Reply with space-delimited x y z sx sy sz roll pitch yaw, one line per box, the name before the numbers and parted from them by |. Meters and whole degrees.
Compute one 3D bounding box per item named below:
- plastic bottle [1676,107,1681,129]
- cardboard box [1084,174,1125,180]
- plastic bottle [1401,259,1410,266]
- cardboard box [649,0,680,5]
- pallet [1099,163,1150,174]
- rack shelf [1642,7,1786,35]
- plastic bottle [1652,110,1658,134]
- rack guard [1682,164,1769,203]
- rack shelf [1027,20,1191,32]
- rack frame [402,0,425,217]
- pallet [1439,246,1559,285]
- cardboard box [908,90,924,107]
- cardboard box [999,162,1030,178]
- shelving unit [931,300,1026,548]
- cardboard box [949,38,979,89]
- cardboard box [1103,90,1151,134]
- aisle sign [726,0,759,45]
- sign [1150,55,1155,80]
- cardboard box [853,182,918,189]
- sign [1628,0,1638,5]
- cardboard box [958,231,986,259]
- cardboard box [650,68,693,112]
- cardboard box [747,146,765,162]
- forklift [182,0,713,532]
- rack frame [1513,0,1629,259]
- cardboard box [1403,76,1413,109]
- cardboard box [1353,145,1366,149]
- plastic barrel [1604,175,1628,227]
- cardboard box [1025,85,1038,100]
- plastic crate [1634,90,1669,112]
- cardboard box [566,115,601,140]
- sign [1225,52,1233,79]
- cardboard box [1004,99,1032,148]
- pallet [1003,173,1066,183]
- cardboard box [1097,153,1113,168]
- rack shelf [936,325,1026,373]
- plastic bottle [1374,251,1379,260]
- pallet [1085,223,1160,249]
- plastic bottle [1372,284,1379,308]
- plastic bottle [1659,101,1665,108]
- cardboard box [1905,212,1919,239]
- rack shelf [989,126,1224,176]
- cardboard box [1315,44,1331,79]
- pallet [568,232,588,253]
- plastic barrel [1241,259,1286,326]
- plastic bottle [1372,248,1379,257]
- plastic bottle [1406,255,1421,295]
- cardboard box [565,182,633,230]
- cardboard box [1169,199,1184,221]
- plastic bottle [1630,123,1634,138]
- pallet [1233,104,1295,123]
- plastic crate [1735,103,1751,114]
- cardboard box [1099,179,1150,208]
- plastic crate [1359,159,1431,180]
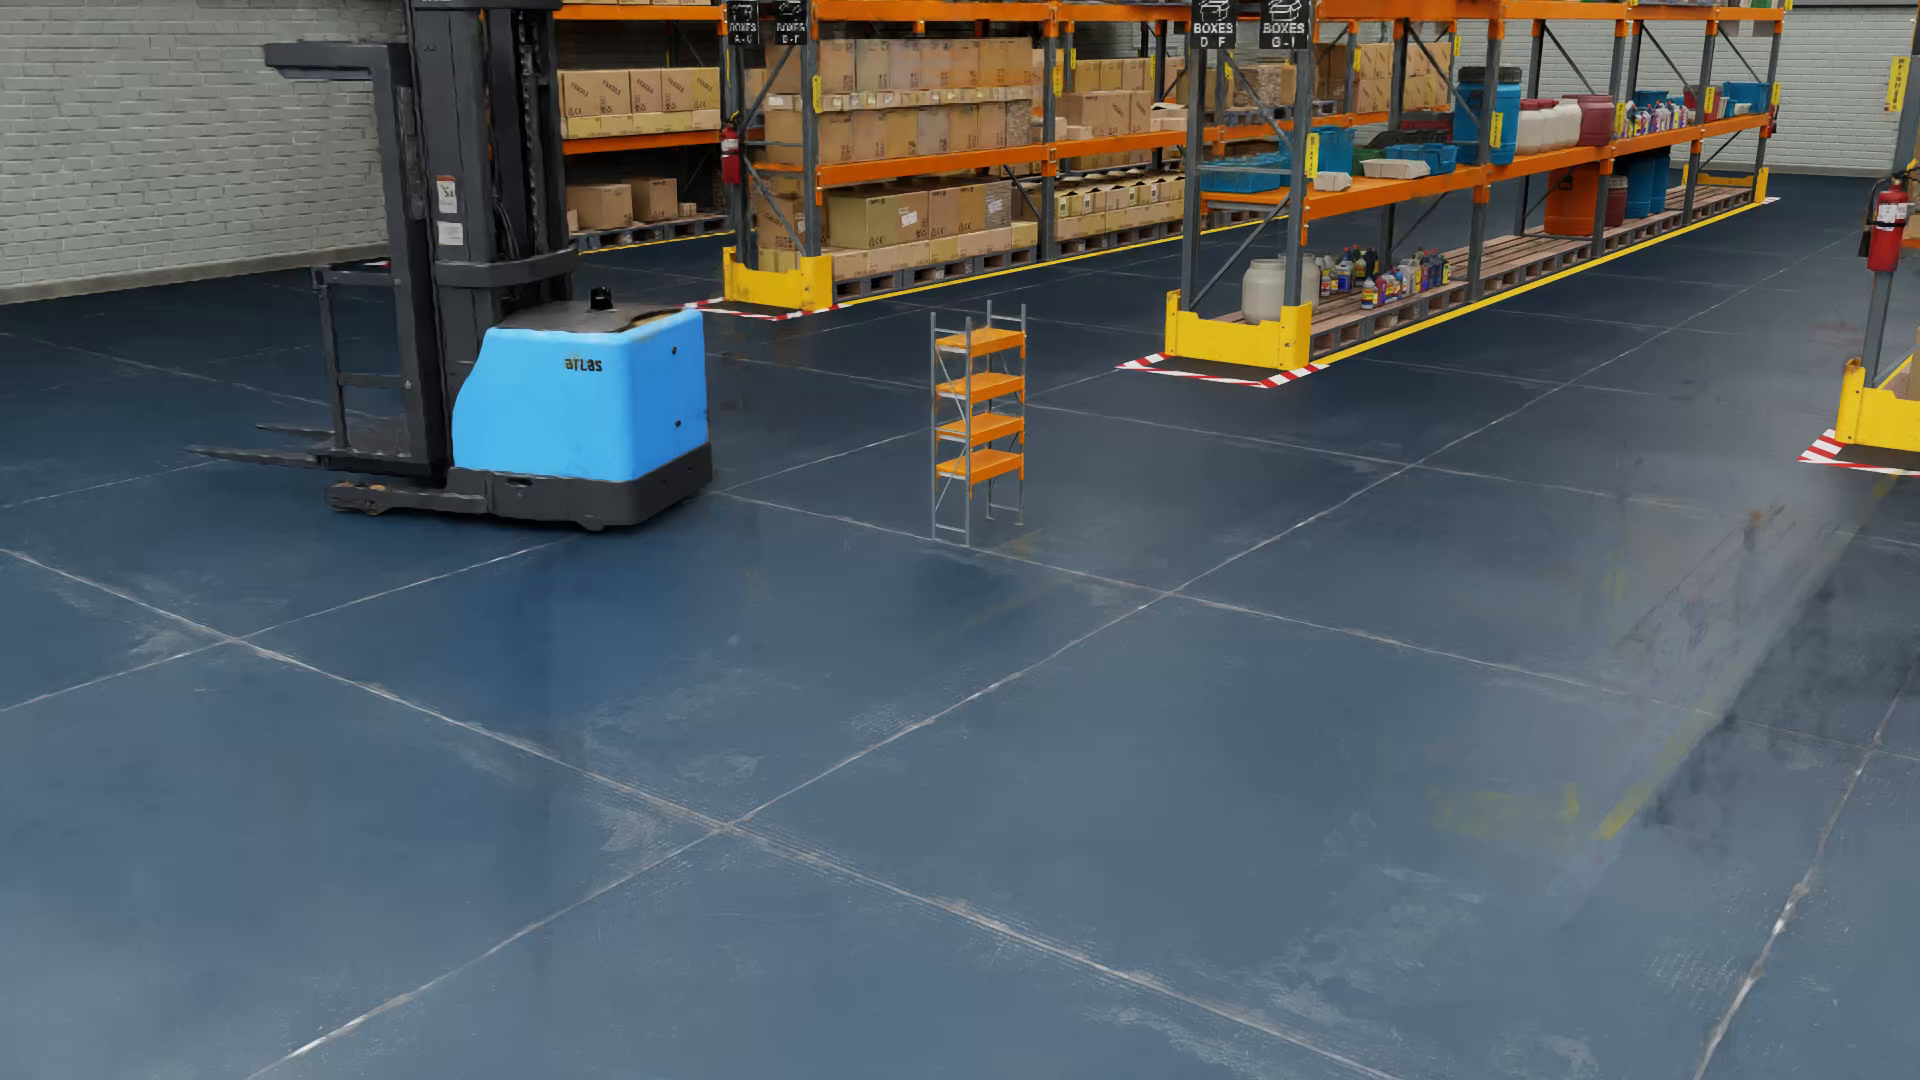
plastic bottle | 9.177 -5.430 21.380 0.152 0.276 0.135 12 21 35
cardboard box | 1.851 -4.485 21.112 0.500 0.311 0.500 12 21 33
plastic bottle | 4.203 -2.501 15.591 0.152 0.276 0.135 12 21 35
cardboard box | -3.767 -6.780 20.259 0.500 0.500 0.500 10 20 30
pallet | 2.656 -6.605 29.658 1.003 0.211 1.213 12 21 35
rack shelf | 10.562 -7.292 23.324 1.077 0.370 4.000 12 21 35
plastic bottle | 8.557 -5.163 20.508 0.061 0.283 0.133 12 21 35
rack guard | 11.758 -5.494 25.593 1.175 0.500 0.348 12 21 35
rack shelf | 2.606 -9.043 28.961 1.077 0.370 4.000 12 21 35
rack frame | -5.736 -4.620 18.562 1.000 3.000 0.127 12 21 35
pallet | 5.767 -2.976 17.970 1.003 0.211 1.213 12 21 35
cardboard box | -0.583 -4.465 16.802 0.380 0.149 0.250 12 21 34
cardboard box | 0.604 -6.262 26.766 0.750 0.750 0.750 13 22 36
shelving unit | 0.099 -0.612 8.693 0.258 1.200 0.503 12 21 35
cardboard box | -0.230 -5.019 17.491 0.700 0.500 0.500 12 21 35
cardboard box | 2.024 -5.296 20.571 0.500 0.500 0.500 11 20 32
aisle sign | -2.031 -5.023 15.477 0.394 0.787 0.004 12 21 35
sign | 2.570 -6.259 22.023 0.100 0.325 0.005 12 21 35
cardboard box | -0.792 -3.531 17.719 0.500 0.500 0.500 12 21 35
sign | 7.433 -6.061 18.323 0.100 0.325 0.005 12 21 35
cardboard box | -0.065 -3.197 17.910 0.500 0.250 0.500 12 21 35
cardboard box | -3.679 -5.581 20.613 0.500 0.500 0.500 12 21 34
cardboard box | -2.668 -5.231 22.738 0.500 0.250 0.500 12 21 34
forklift | -3.002 -1.680 9.211 3.031 2.935 1.130 5 18 17
rack frame | 6.987 -4.774 19.060 1.000 3.000 0.127 12 21 35
cardboard box | 6.821 -7.087 26.339 0.500 0.500 0.500 12 21 34
cardboard box | 6.510 -6.070 26.699 0.797 0.503 0.637 12 21 35
plastic barrel | 7.938 -4.212 20.607 0.600 0.588 0.708 12 21 35
cardboard box | 0.638 -4.953 18.372 0.380 0.149 0.250 12 21 35
plastic crate | 9.375 -5.920 22.674 0.392 0.384 0.575 12 21 35
cardboard box | -4.584 -4.864 19.569 0.500 0.250 0.500 12 21 34
sign | 3.459 -6.106 21.397 0.100 0.325 0.005 12 21 35
cardboard box | 0.368 -4.639 18.455 0.700 0.500 0.500 12 21 33
pallet | 1.015 -5.949 27.545 1.003 0.211 1.213 12 21 35
cardboard box | 2.244 -6.764 28.973 0.700 0.500 0.500 12 21 34
rack shelf | 0.099 -0.988 8.576 0.258 0.148 0.480 12 21 35
plastic bottle | 3.977 -2.636 16.011 0.061 0.283 0.133 12 21 35
pallet | 1.762 -3.840 20.754 1.003 0.211 1.213 12 21 35
plastic bottle | 3.613 -2.144 14.567 0.097 0.201 0.097 0 17 0
plastic bottle | 8.970 -5.452 21.326 0.144 0.351 0.185 12 21 35
cardboard box | 6.202 -1.978 10.479 0.380 0.149 0.250 12 21 35
rack shelf | 1.819 -4.831 20.455 1.077 0.370 4.000 12 21 35
cardboard box | 5.488 -7.295 25.322 0.500 0.500 0.500 13 21 35
pallet | -5.178 -3.493 19.637 1.003 0.211 1.213 12 21 35
plastic barrel | 2.551 -2.052 13.780 0.421 0.512 0.421 0 17 0
plastic bottle | 4.062 -2.730 16.337 0.097 0.271 0.097 0 17 0
plastic bottle | 4.145 -2.440 15.267 0.144 0.351 0.185 12 21 34
cardboard box | -4.435 -4.087 20.318 0.700 0.500 0.500 11 20 31
cardboard box | 2.589 -4.246 21.288 0.500 0.250 0.500 12 21 34
plastic bottle | 7.951 -4.890 19.768 0.097 0.201 0.097 0 17 0
pallet | 4.166 -6.023 23.405 1.003 0.211 1.213 12 21 35
plastic crate | 11.413 -6.356 24.498 0.396 0.136 0.243 12 21 35
cardboard box | 1.989 -4.274 20.431 0.500 0.311 0.500 13 22 36
plastic crate | 3.840 -3.264 14.642 0.530 0.136 0.437 12 21 35
